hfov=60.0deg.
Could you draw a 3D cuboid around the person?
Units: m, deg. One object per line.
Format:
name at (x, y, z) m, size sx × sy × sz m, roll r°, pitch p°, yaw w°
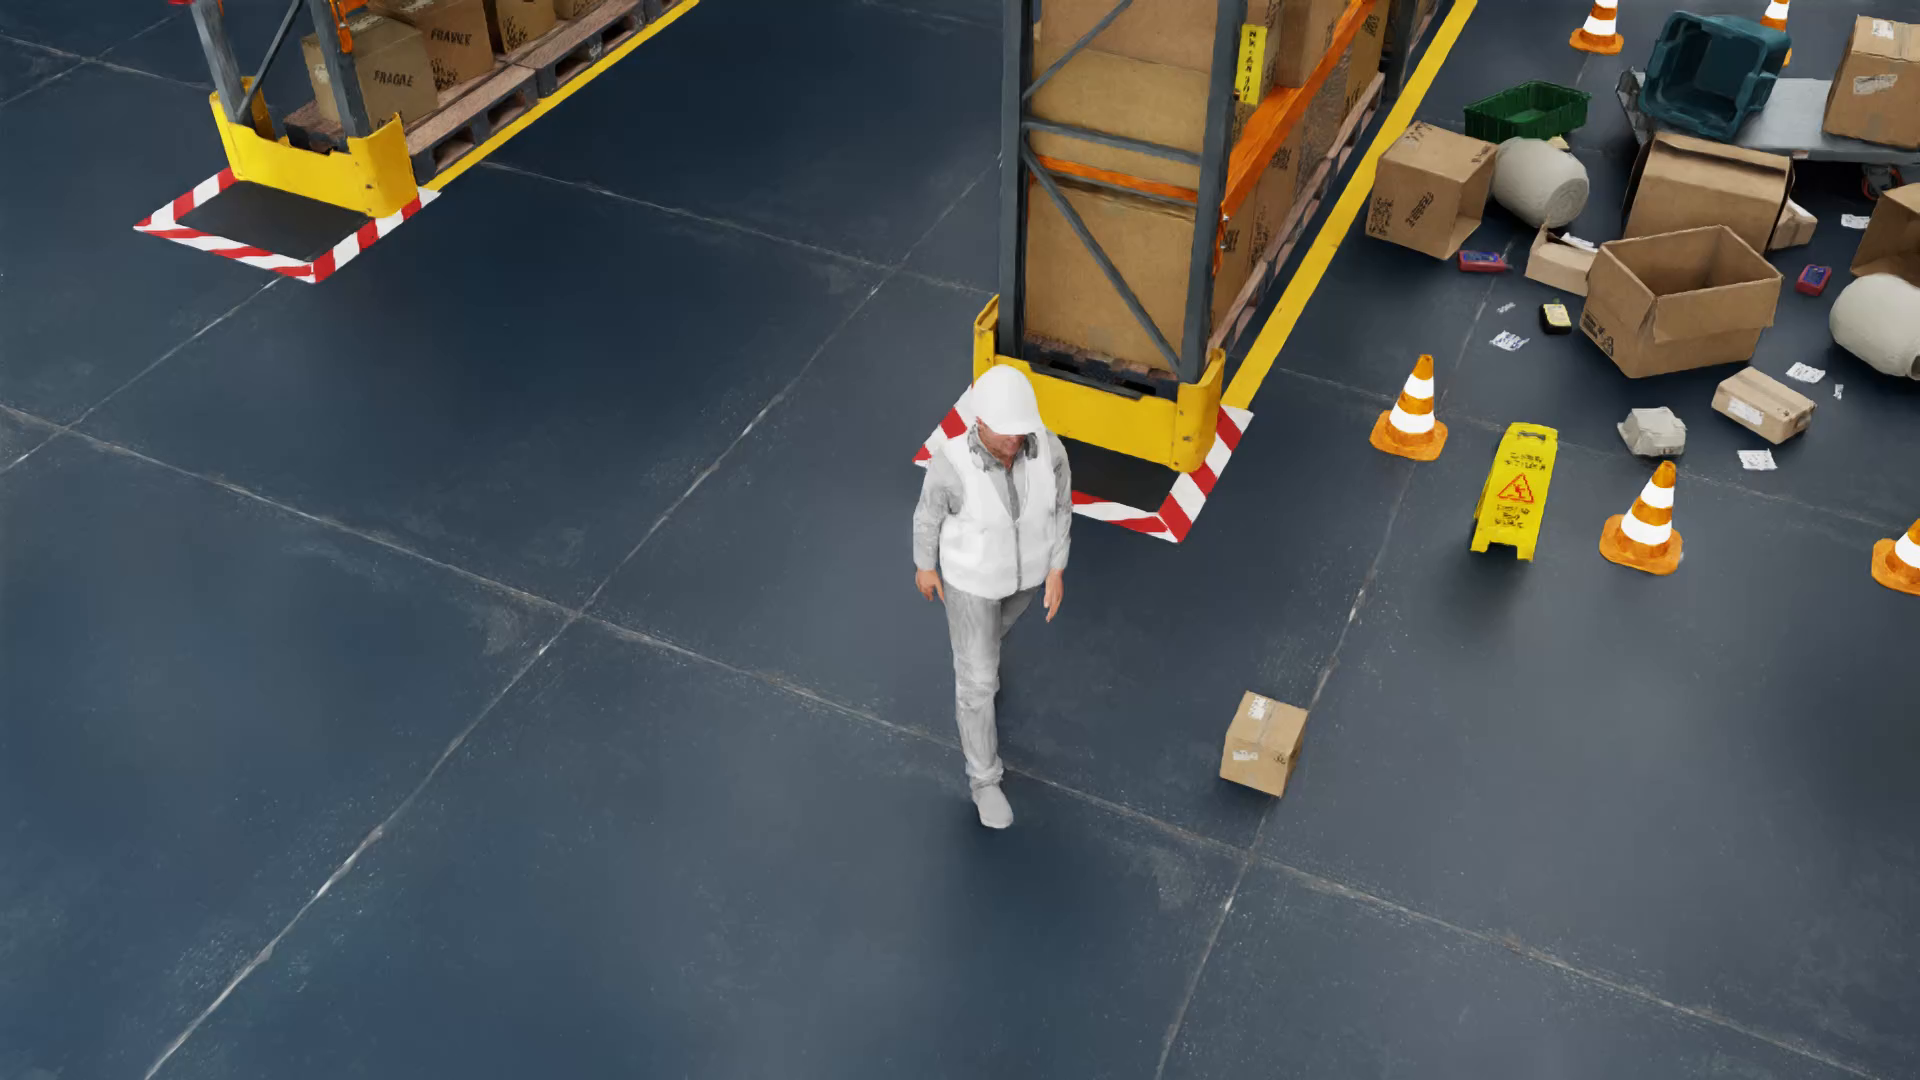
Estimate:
person at (0.154, 0.131, 5.993) m, size 0.571 × 1.726 × 0.989 m, roll -18°, pitch 45°, yaw -19°
